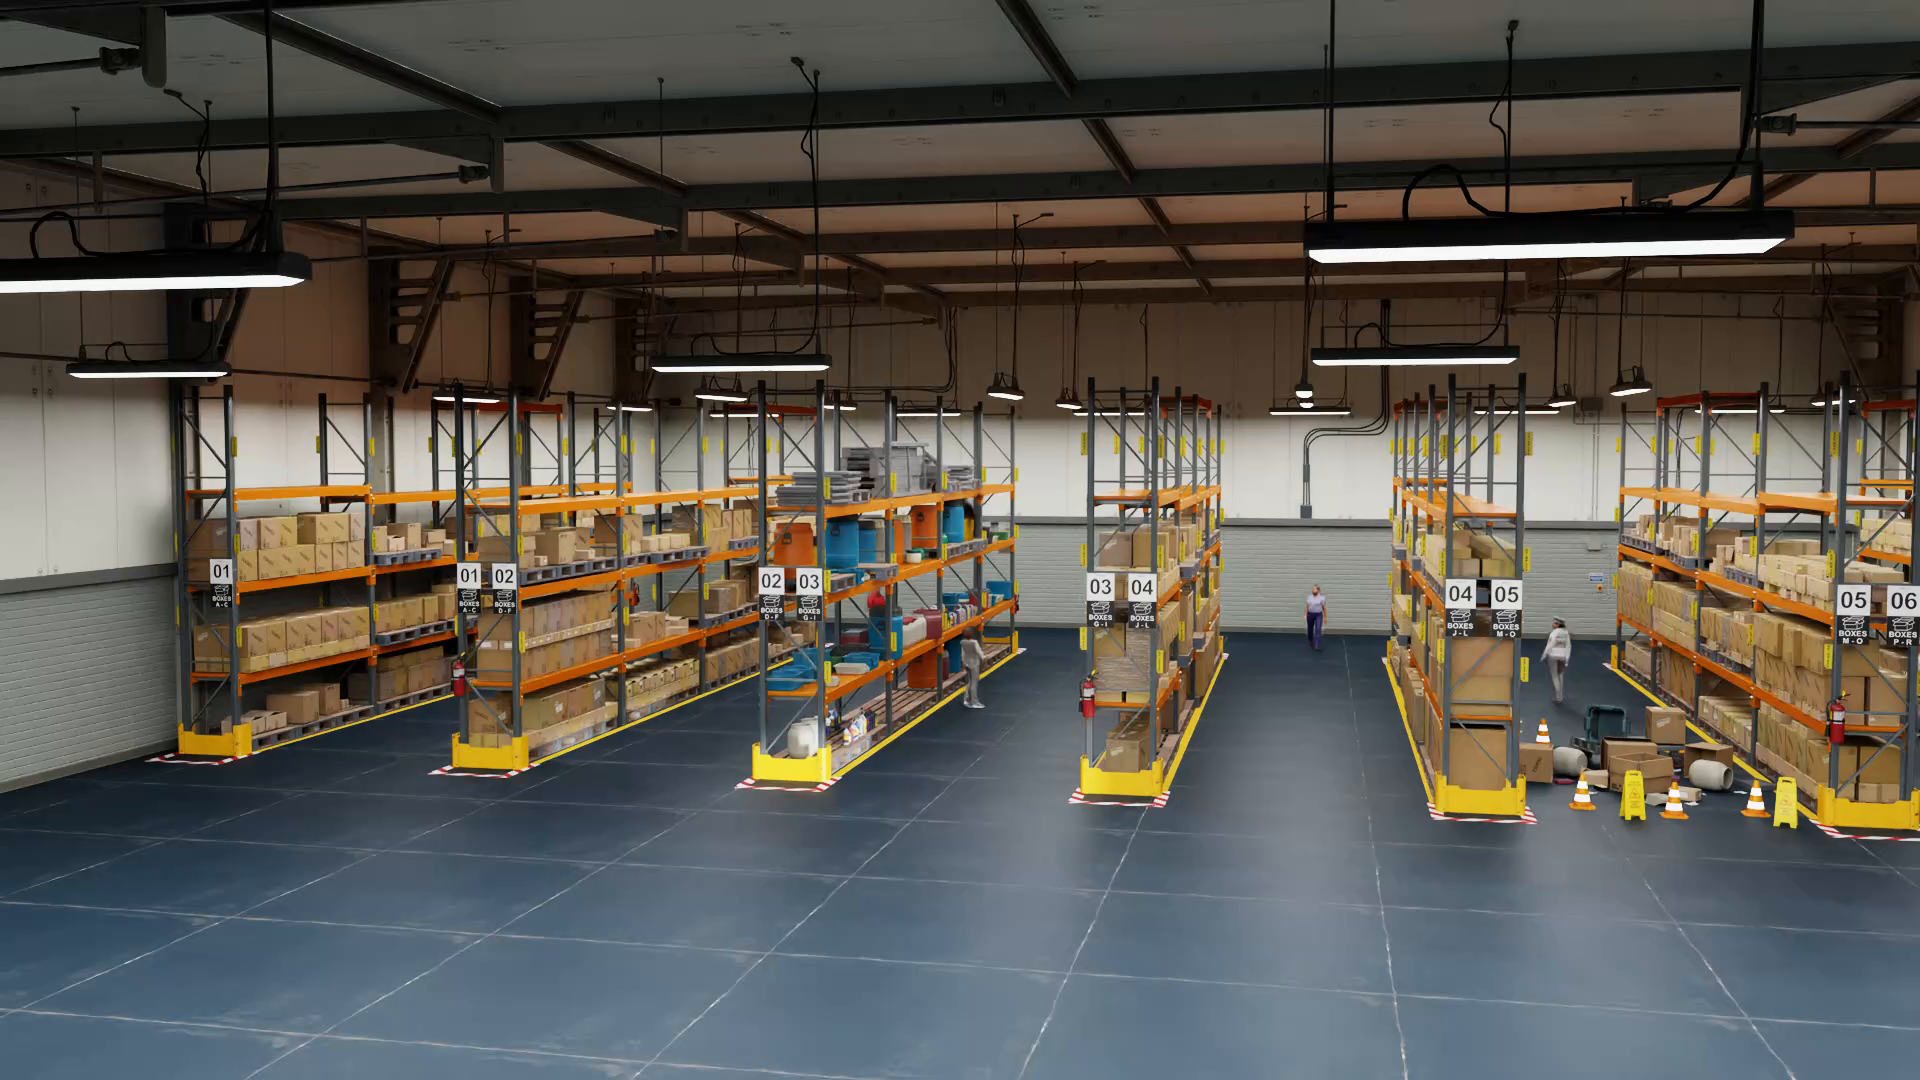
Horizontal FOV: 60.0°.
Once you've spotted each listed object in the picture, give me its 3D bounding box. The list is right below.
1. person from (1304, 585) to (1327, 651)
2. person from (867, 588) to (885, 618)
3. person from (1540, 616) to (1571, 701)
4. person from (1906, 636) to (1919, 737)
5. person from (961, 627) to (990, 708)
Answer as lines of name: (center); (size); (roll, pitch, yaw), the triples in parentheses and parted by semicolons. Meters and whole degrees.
person: (8.774, 1.906, 41.028); (0.561, 1.605, 0.929); (1, 3, 17)
person: (-1.861, 1.876, 38.273); (0.486, 1.727, 0.577); (1, 3, 23)
person: (11.687, 2.334, 32.575); (0.561, 1.715, 0.656); (0, 3, 3)
person: (16.457, 2.525, 28.497); (0.646, 1.797, 0.692); (0, 3, 1)
person: (0.256, 2.445, 31.820); (0.545, 1.599, 0.481); (-2, 4, -36)
